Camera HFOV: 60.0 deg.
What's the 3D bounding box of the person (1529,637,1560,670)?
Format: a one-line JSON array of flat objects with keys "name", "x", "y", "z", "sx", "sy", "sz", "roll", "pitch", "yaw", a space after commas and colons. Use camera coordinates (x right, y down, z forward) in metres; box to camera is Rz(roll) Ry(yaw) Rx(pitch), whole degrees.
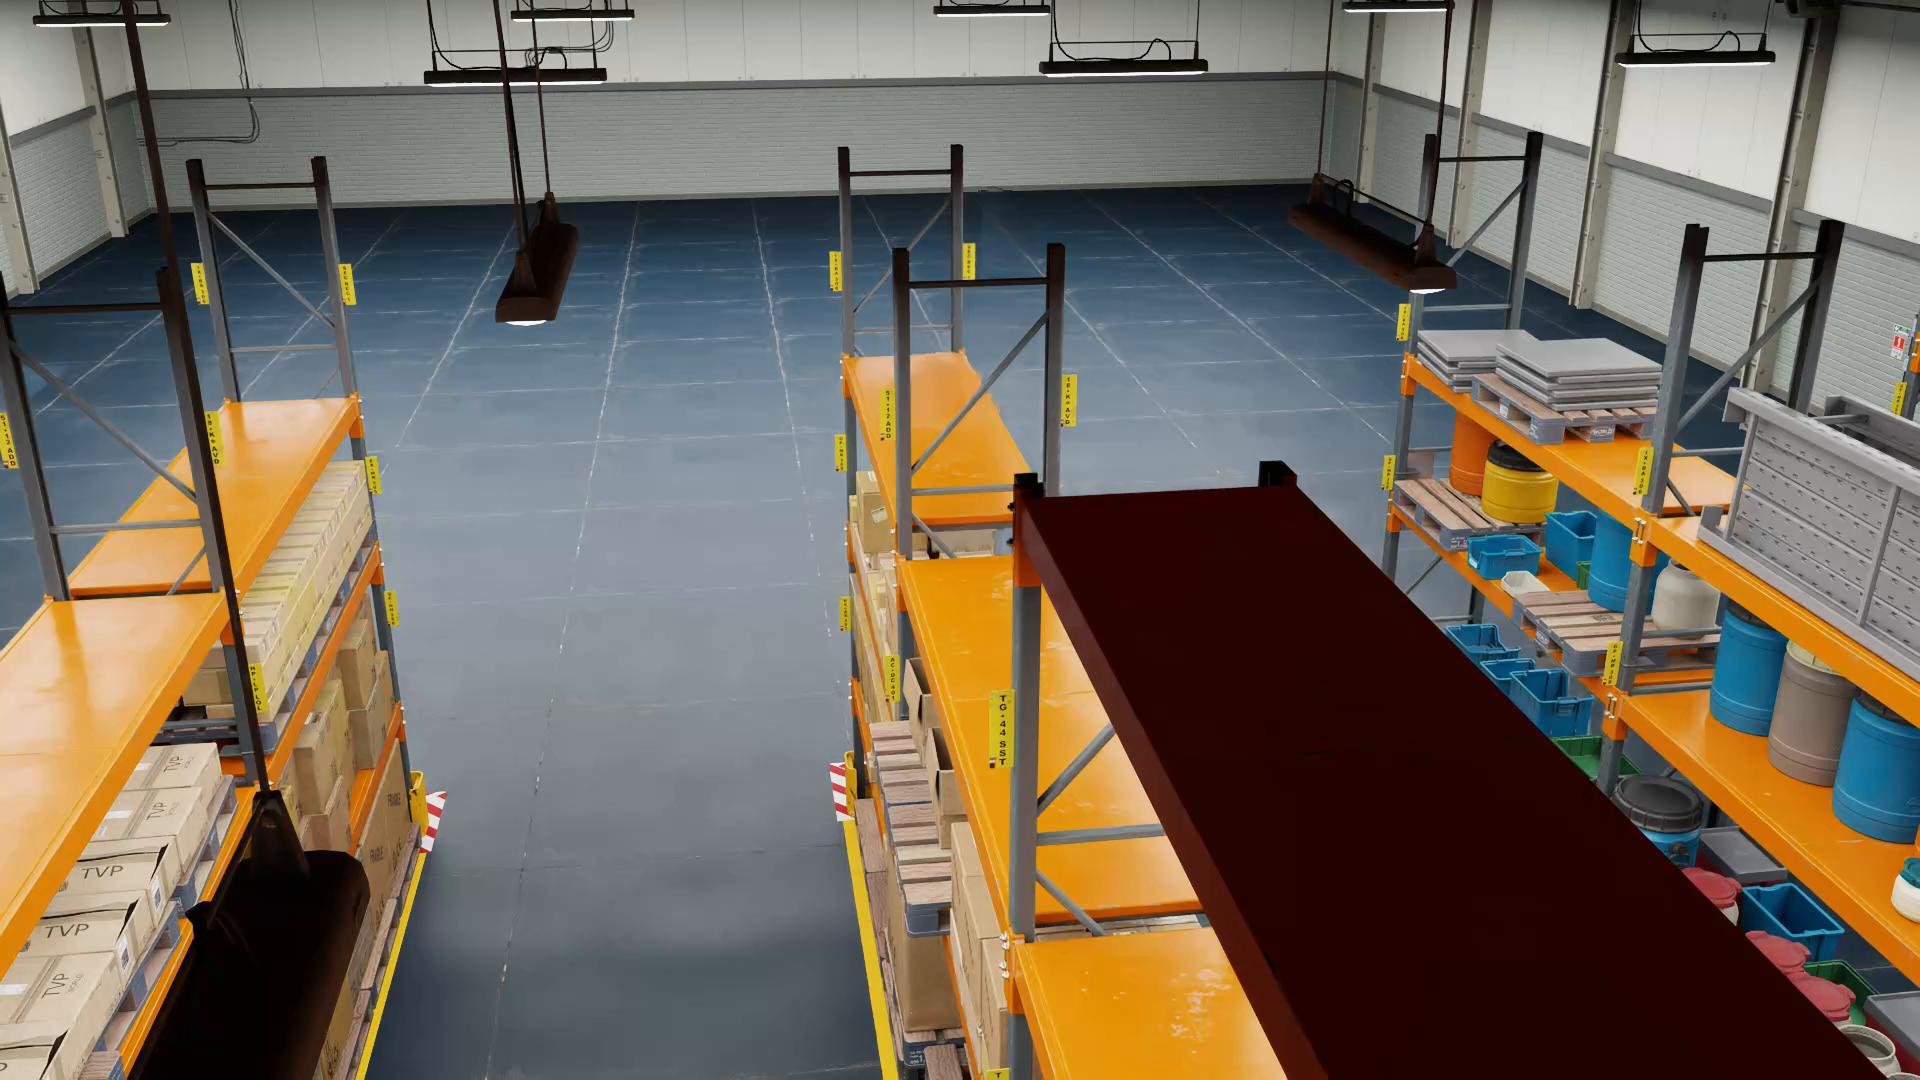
[{"name": "person", "x": 5.883, "y": 1.138, "z": 16.581, "sx": 0.639, "sy": 1.671, "sz": 0.842, "roll": -13, "pitch": 25, "yaw": -30}]
